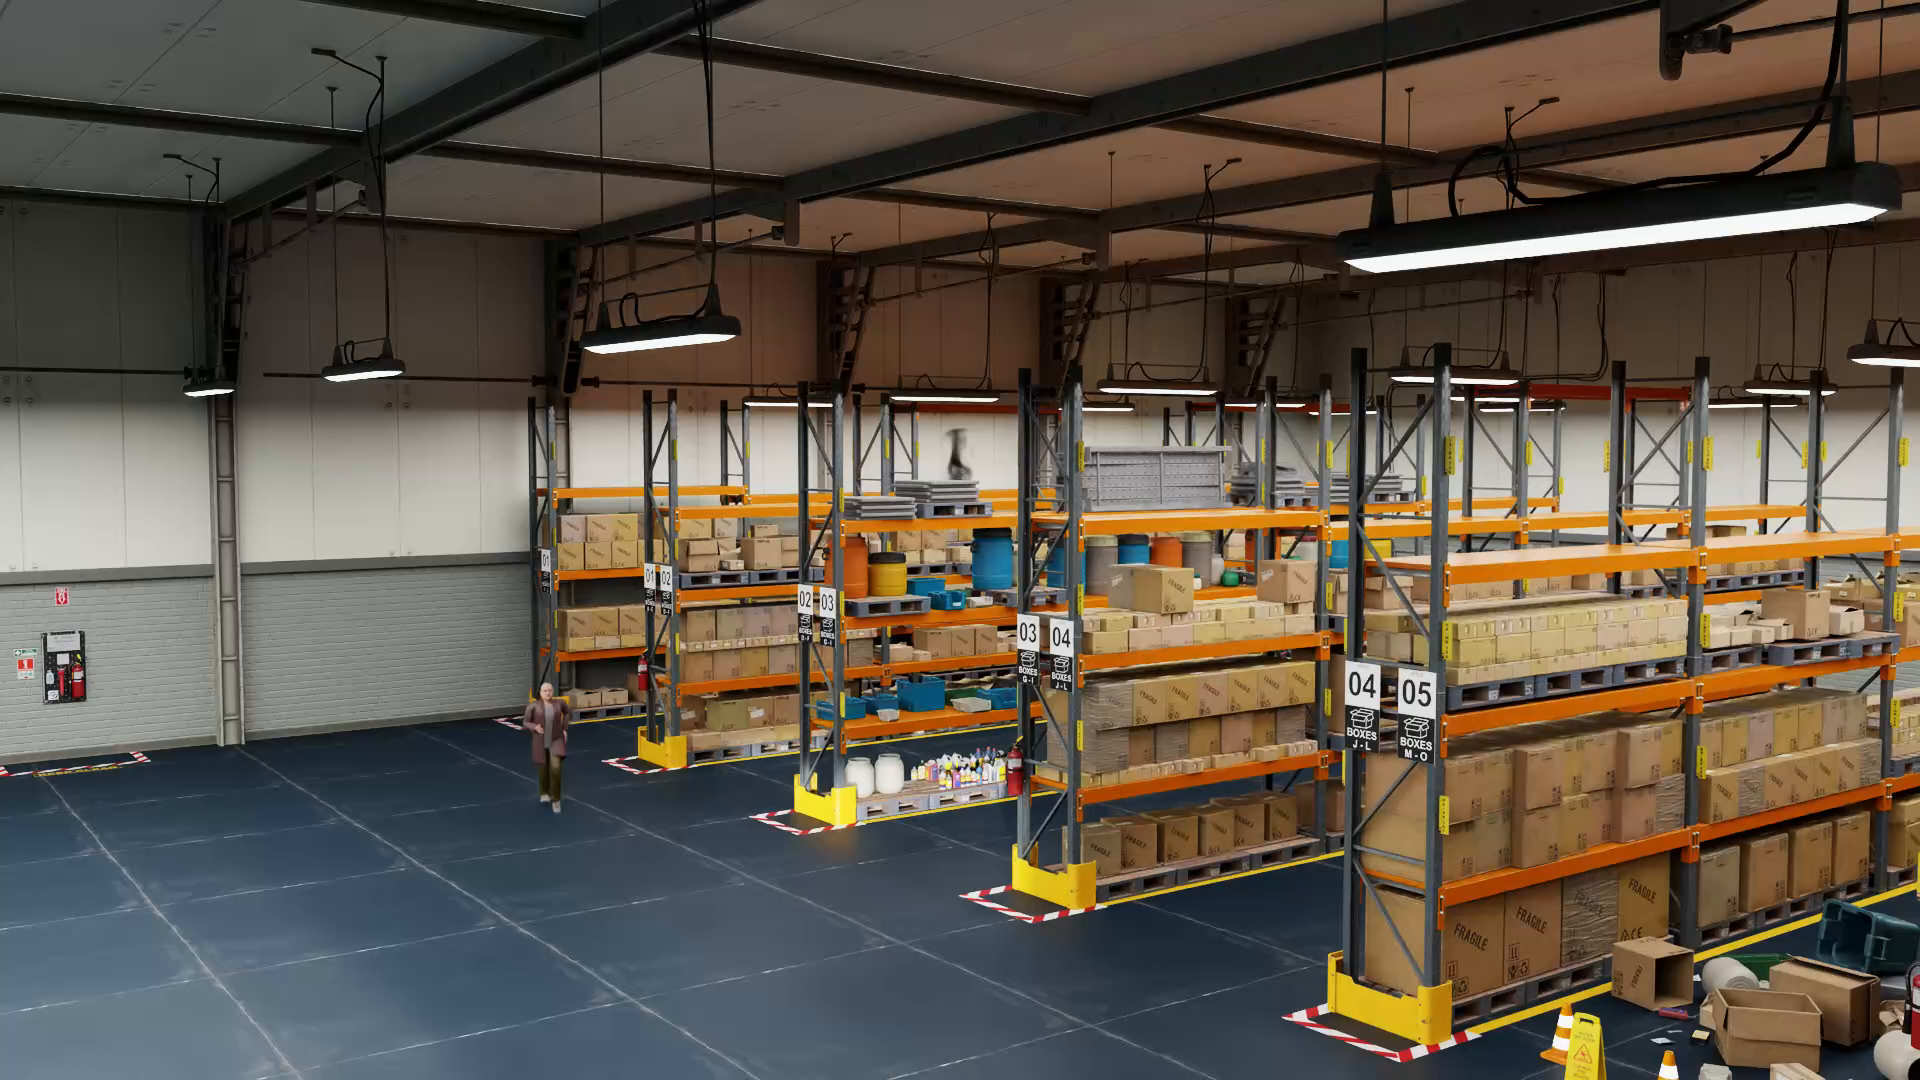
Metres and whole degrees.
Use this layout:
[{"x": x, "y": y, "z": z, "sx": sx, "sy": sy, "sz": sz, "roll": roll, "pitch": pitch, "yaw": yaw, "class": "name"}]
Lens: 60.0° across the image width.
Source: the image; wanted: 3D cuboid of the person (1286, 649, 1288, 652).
[{"x": 6.209, "y": 2.517, "z": 30.857, "sx": 0.650, "sy": 1.624, "sz": 0.583, "roll": -2, "pitch": 4, "yaw": -29, "class": "person"}]

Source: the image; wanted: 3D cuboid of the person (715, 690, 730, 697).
[{"x": -4.252, "y": 2.528, "z": 30.466, "sx": 0.654, "sy": 1.711, "sz": 0.775, "roll": 2, "pitch": 4, "yaw": 27, "class": "person"}]

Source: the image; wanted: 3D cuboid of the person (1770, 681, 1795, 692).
[{"x": 12.430, "y": 2.806, "z": 25.151, "sx": 0.688, "sy": 1.775, "sz": 0.633, "roll": -2, "pitch": 4, "yaw": -36, "class": "person"}]

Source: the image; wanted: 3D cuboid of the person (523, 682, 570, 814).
[{"x": -5.799, "y": 2.905, "z": 23.353, "sx": 0.641, "sy": 1.832, "sz": 0.907, "roll": -1, "pitch": 3, "yaw": -12, "class": "person"}]
